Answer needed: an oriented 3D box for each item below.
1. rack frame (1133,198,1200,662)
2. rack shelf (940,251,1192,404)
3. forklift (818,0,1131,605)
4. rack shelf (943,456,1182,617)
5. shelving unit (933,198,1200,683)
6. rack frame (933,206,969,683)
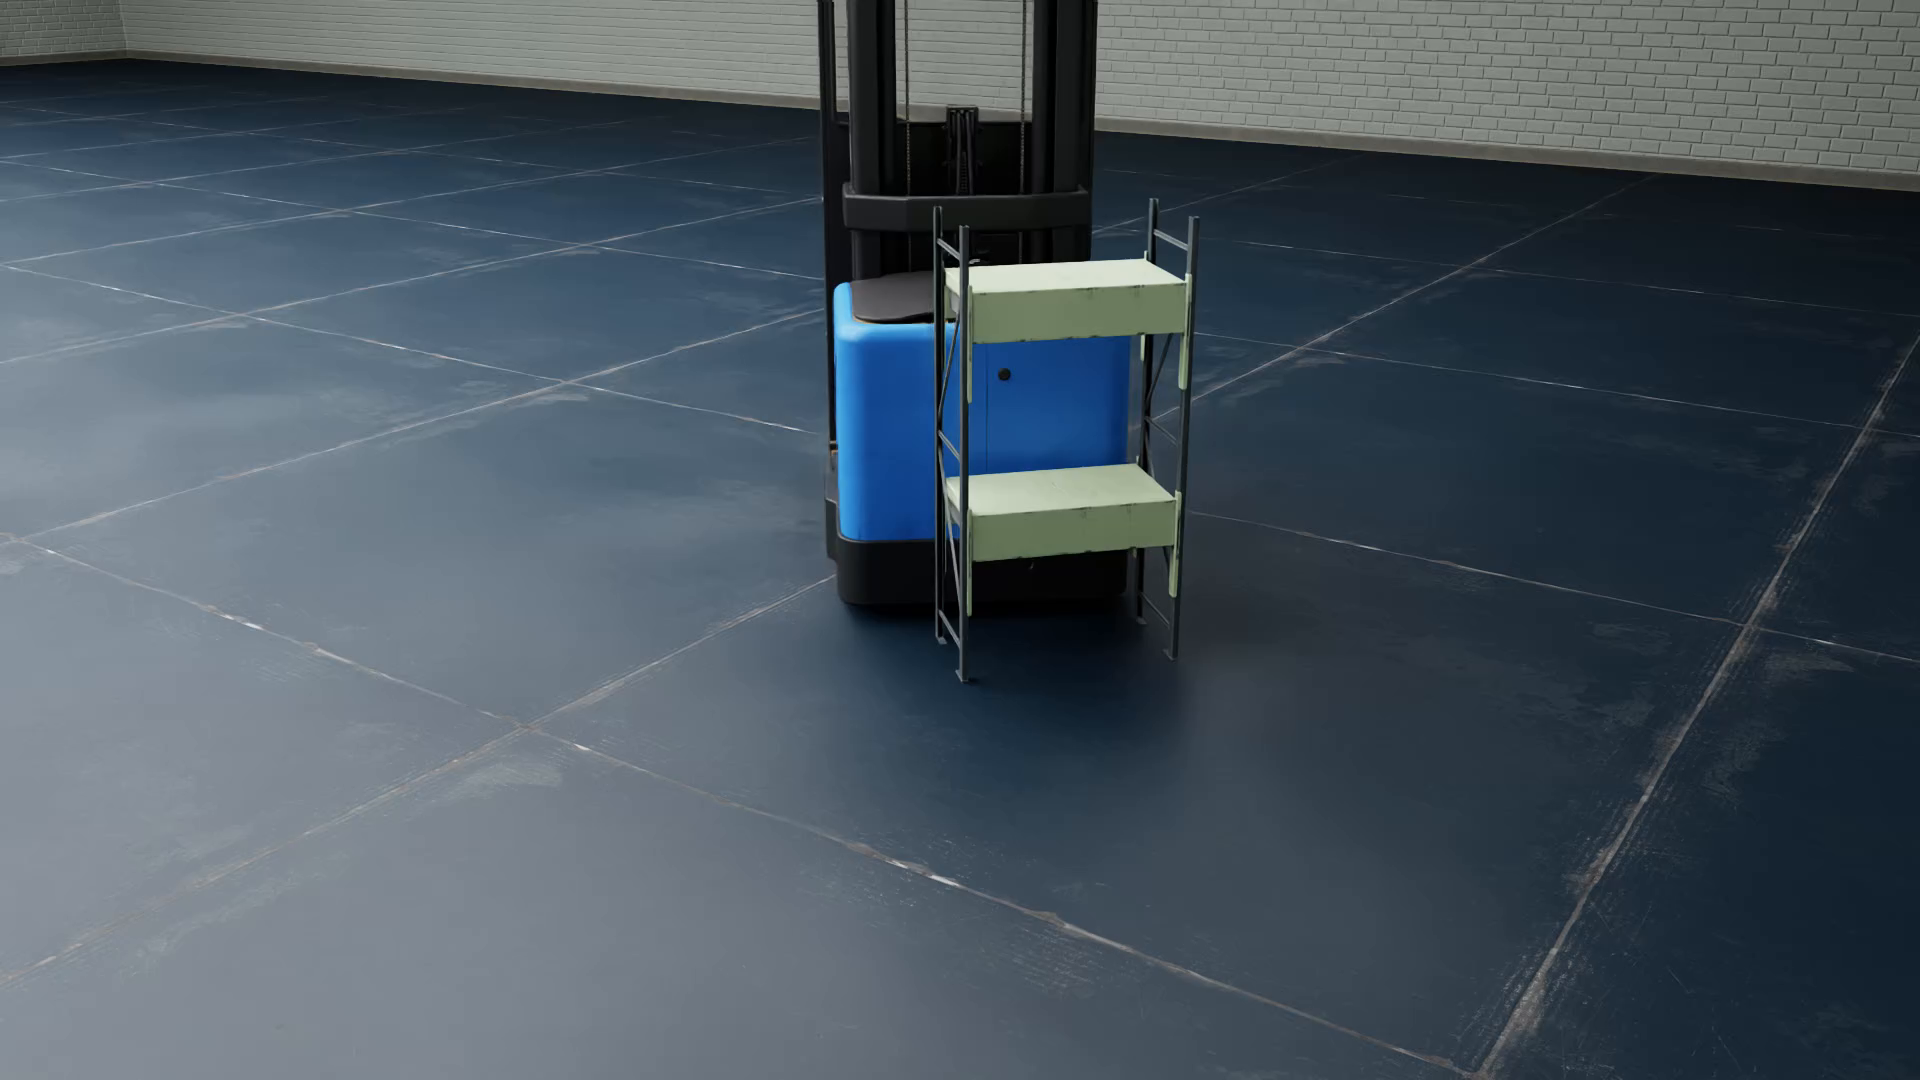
[{"bbox_3d":[0.683,-0.358,5.571,0.023,1.500,0.400,-5,21,-13],"label":"rack frame"},{"bbox_3d":[0.327,-0.694,5.356,0.720,0.370,0.431,-5,21,-13],"label":"rack shelf"},{"bbox_3d":[-0.031,-1.610,6.892,1.130,2.935,3.031,-2,20,-4],"label":"forklift"},{"bbox_3d":[0.327,-0.023,5.604,0.720,0.370,0.431,-5,21,-13],"label":"rack shelf"},{"bbox_3d":[0.327,-0.328,5.491,0.755,1.500,0.431,-5,21,-13],"label":"shelving unit"},{"bbox_3d":[-0.029,-0.299,5.411,0.023,1.500,0.400,-5,21,-13],"label":"rack frame"}]
